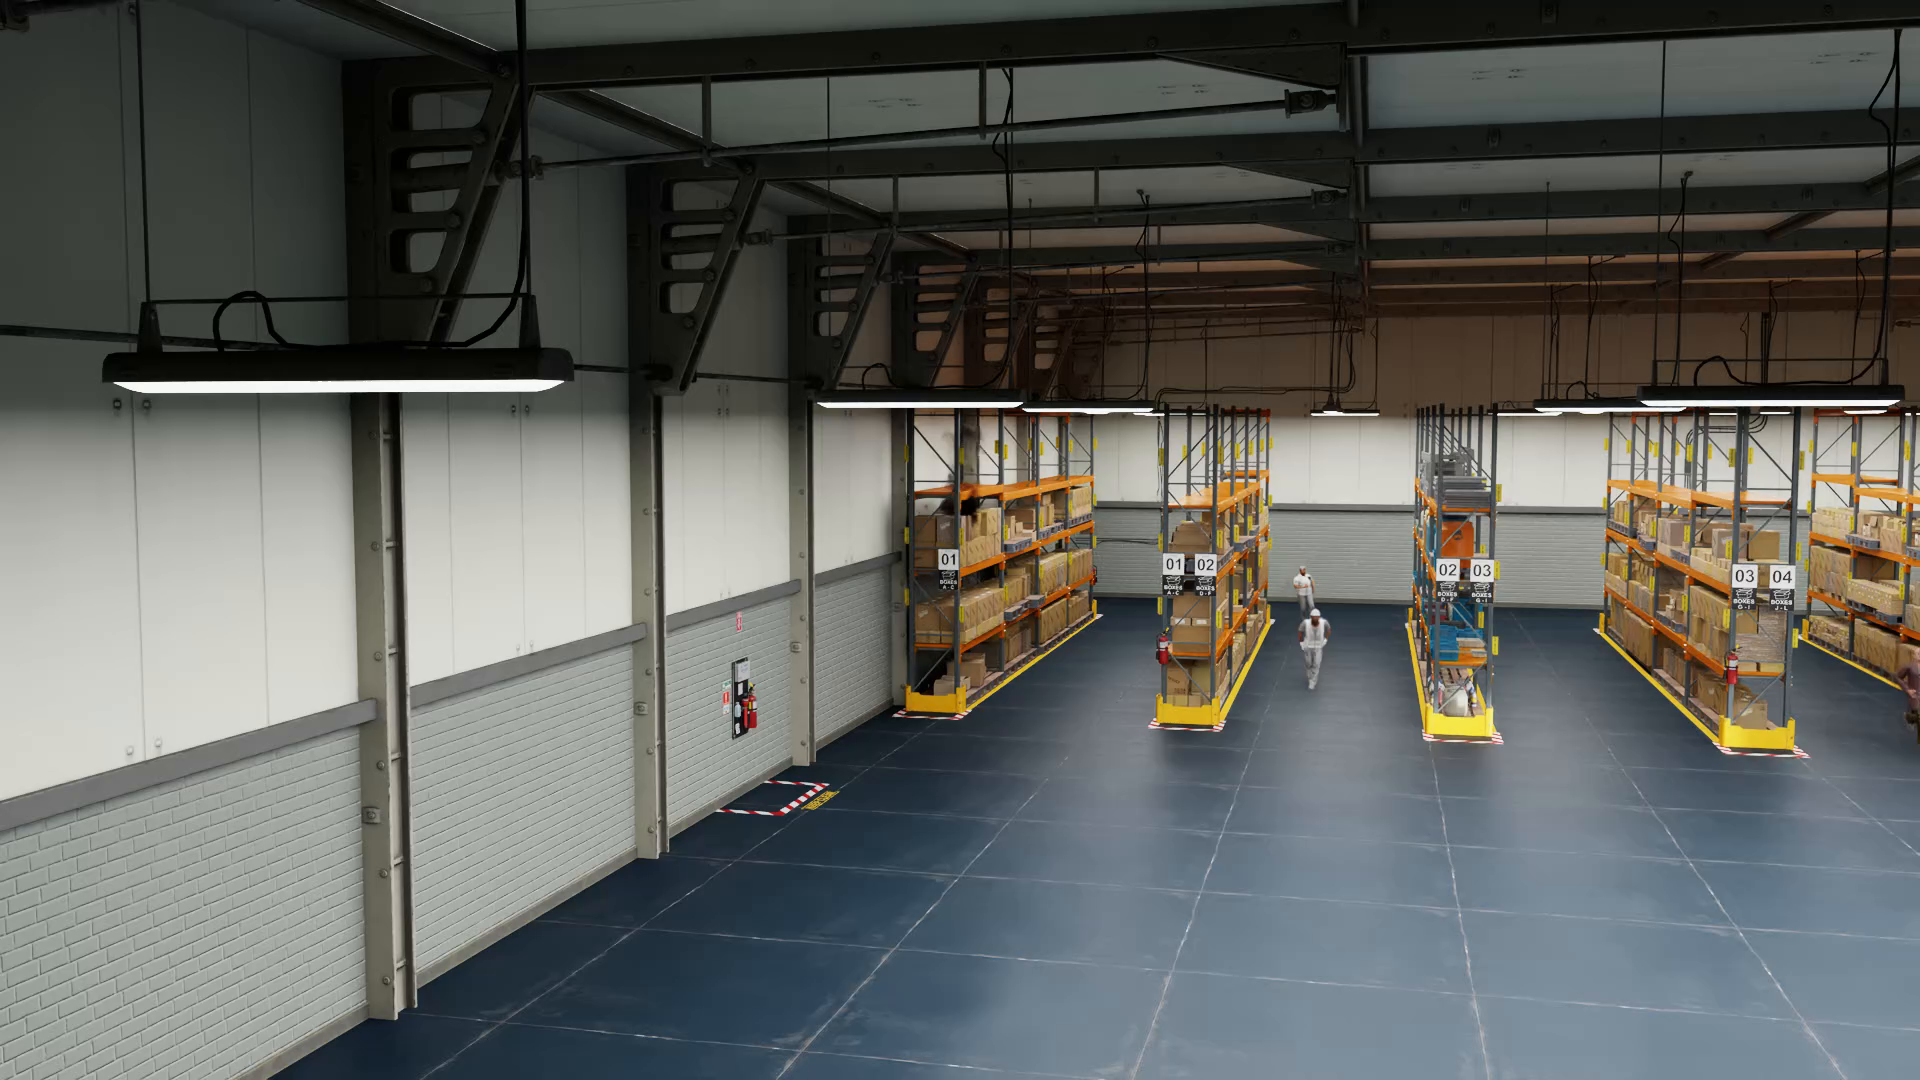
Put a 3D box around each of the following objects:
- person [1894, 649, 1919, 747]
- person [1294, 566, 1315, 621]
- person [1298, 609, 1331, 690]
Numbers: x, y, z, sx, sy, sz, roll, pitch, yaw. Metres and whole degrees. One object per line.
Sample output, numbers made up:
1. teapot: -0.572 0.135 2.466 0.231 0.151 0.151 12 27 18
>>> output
1. person: 16.730 2.759 29.067 0.719 1.742 0.844 0 4 -5
2. person: 9.558 1.562 46.246 0.608 1.725 0.684 0 4 -1
3. person: 7.556 2.303 35.540 0.682 1.722 0.950 0 4 2
